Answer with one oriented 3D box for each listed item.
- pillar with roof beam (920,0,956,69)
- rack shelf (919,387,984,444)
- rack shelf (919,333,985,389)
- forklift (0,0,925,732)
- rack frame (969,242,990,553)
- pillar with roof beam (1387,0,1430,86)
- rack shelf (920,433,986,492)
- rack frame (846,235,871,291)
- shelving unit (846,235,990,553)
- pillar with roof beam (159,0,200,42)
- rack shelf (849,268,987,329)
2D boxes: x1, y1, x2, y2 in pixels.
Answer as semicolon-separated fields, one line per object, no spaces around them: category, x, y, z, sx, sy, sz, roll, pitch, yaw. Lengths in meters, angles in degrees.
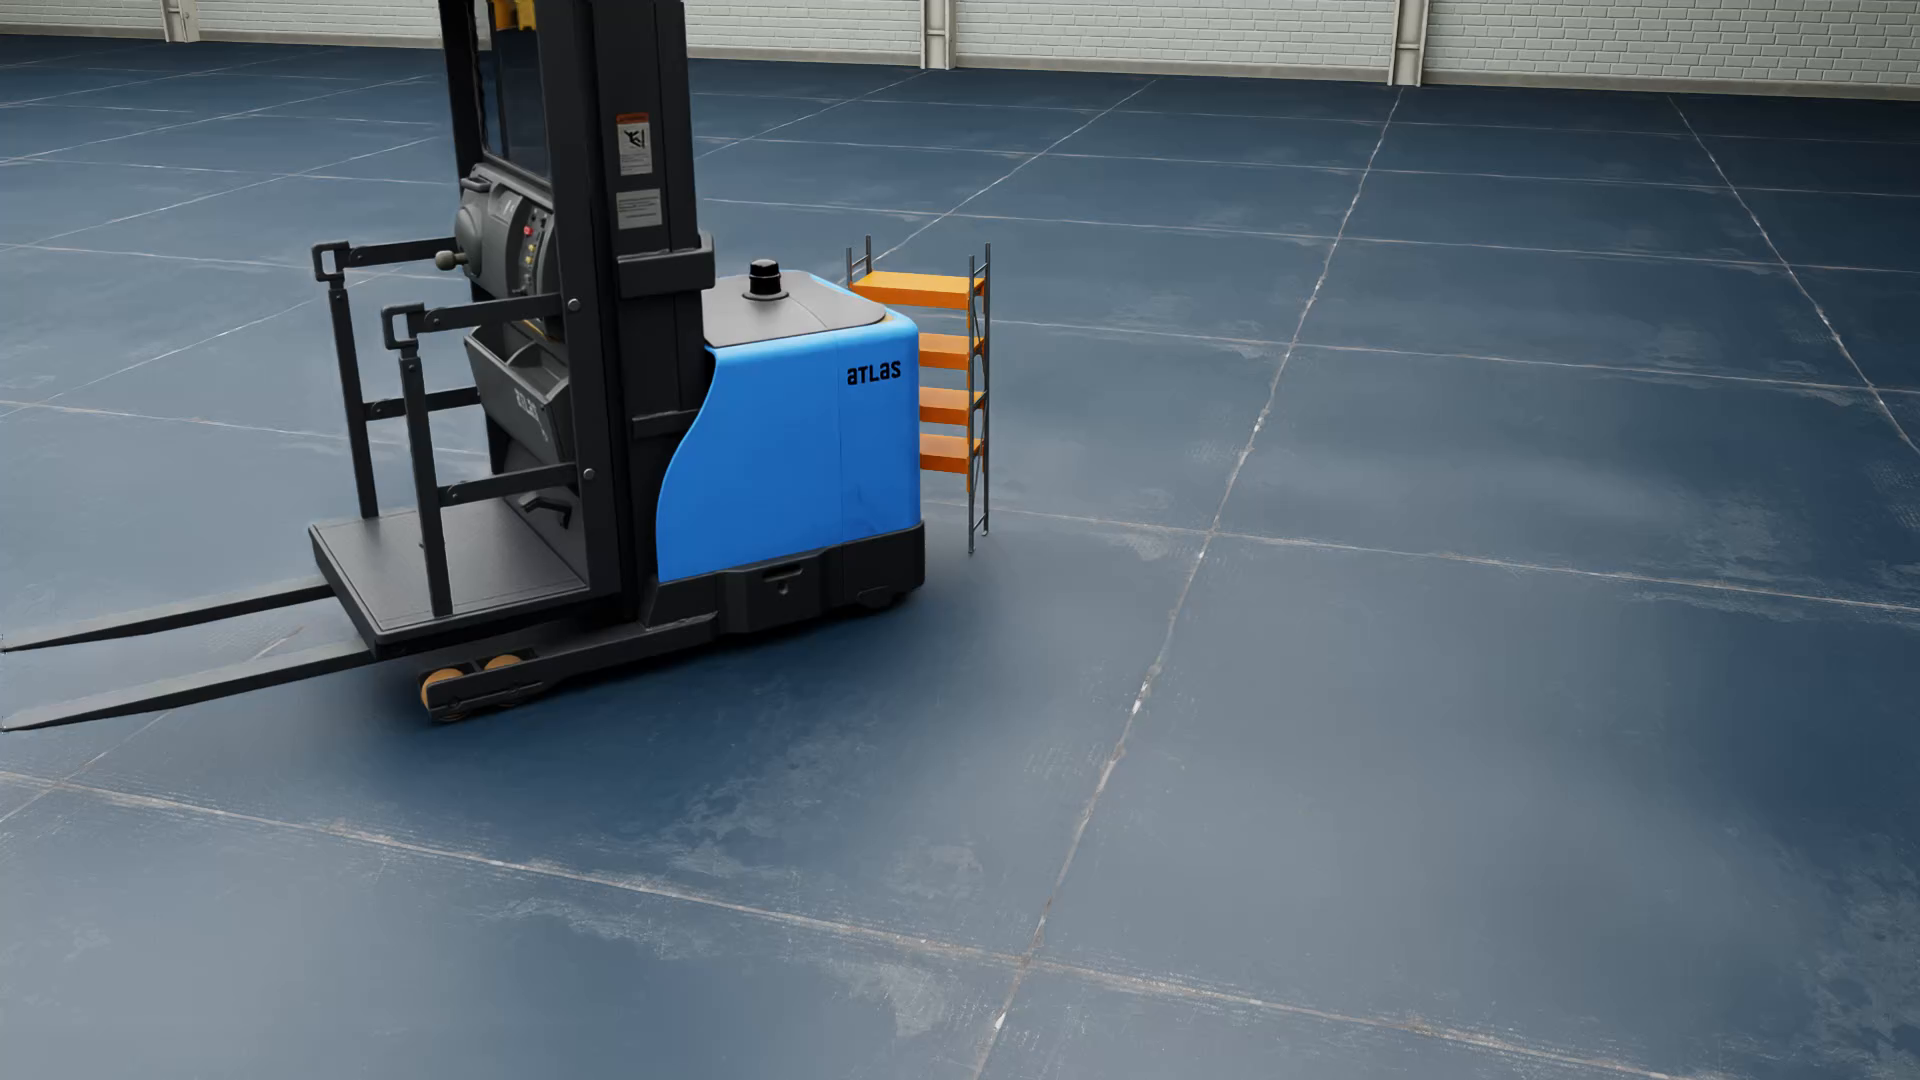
pillar with roof beam;-1.530;-8.853;16.496;0.400;9.000;9.100;7;23;16
rack shelf;-0.158;-0.511;6.612;0.480;0.148;0.258;7;23;16
rack shelf;-0.158;-0.718;6.527;0.480;0.148;0.258;7;23;16
forklift;-1.660;-1.001;5.347;3.031;2.935;1.130;-13;26;-28
rack frame;0.076;-0.547;6.521;0.015;1.200;0.240;7;23;16
pillar with roof beam;4.214;-8.196;14.892;0.400;9.000;9.100;7;23;16
rack shelf;-0.158;-0.328;6.688;0.480;0.148;0.258;7;23;16
rack frame;-0.391;-0.600;6.652;0.015;1.200;0.240;7;23;16
shelving unit;-0.158;-0.573;6.587;0.503;1.200;0.258;7;23;16
pillar with roof beam;-13.018;-10.169;19.703;0.400;9.000;9.100;7;23;16
rack shelf;-0.158;-0.937;6.437;0.480;0.148;0.258;7;23;16
